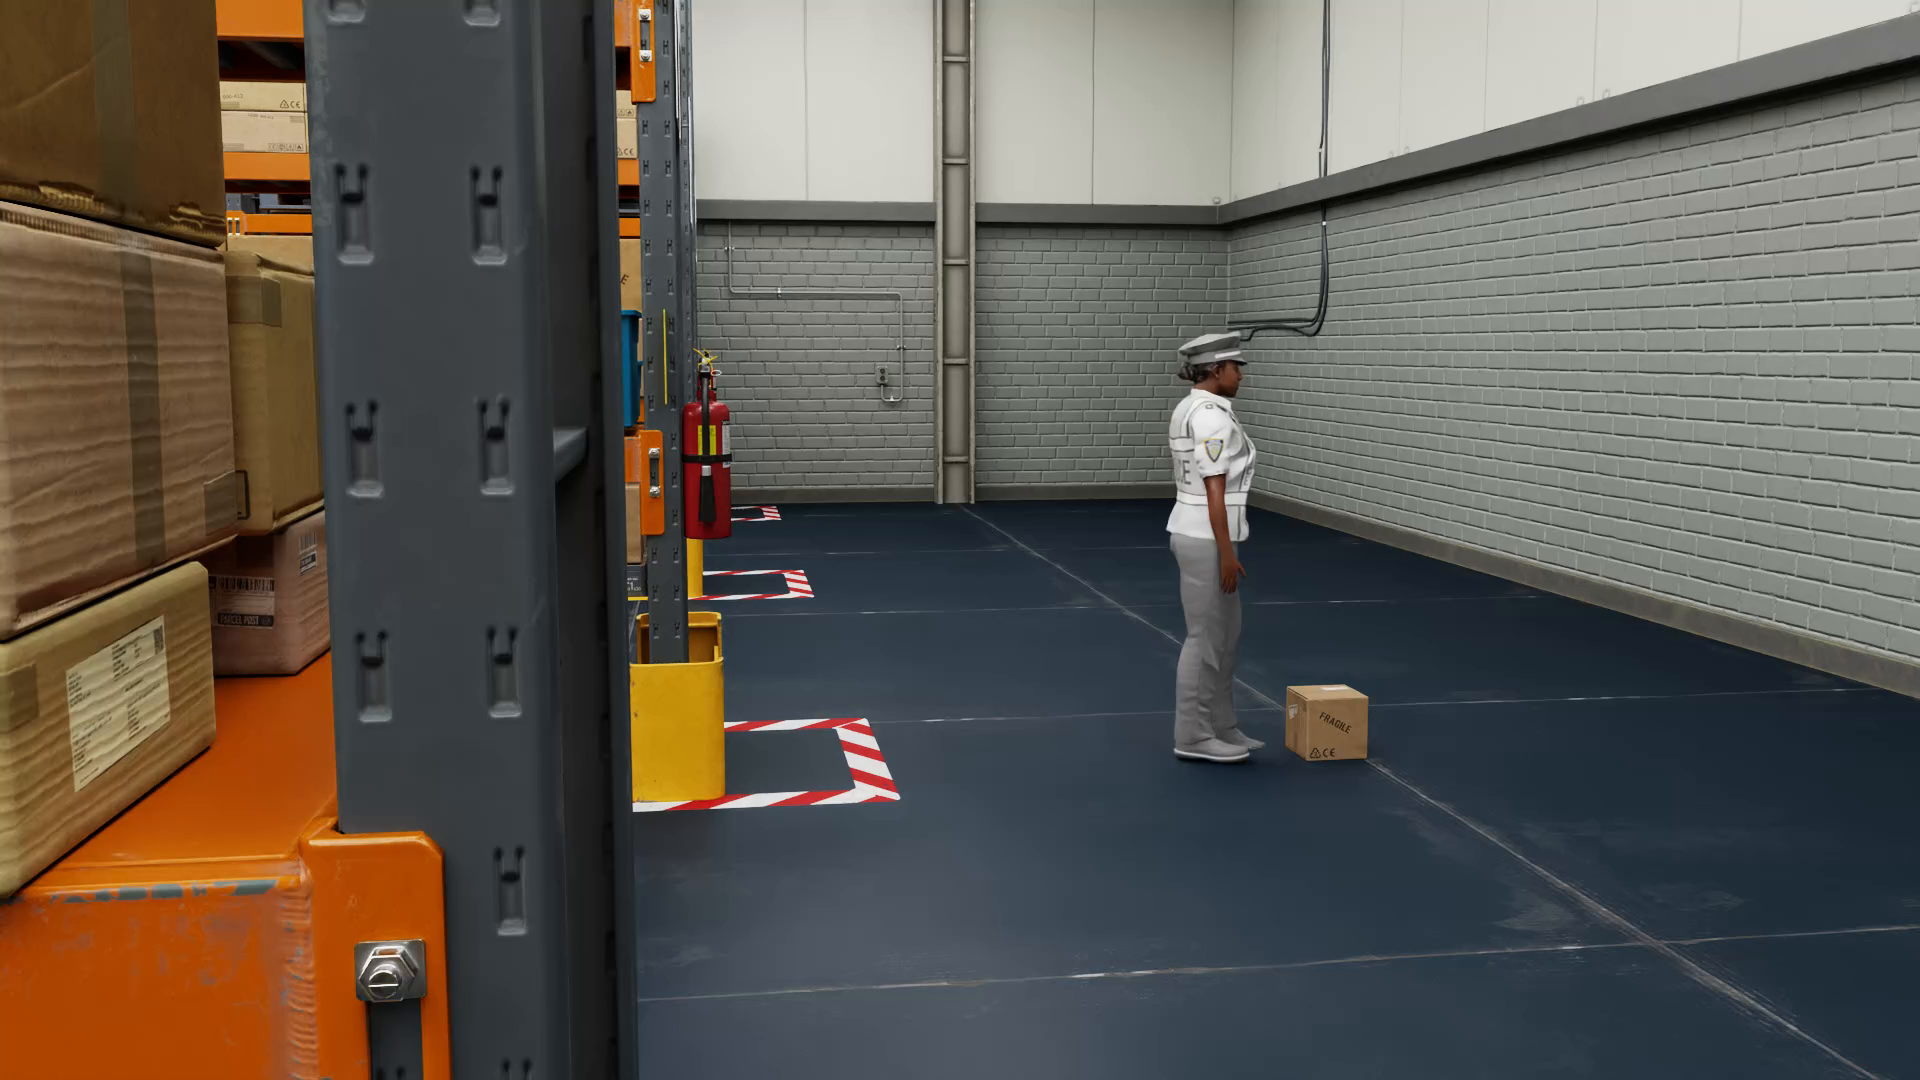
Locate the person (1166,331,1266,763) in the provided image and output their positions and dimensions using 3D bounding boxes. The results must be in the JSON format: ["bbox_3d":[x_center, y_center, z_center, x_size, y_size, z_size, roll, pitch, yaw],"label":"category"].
[{"bbox_3d":[1.032,0.044,6.502,0.442,1.714,0.496,0,7,-1],"label":"person"}]
